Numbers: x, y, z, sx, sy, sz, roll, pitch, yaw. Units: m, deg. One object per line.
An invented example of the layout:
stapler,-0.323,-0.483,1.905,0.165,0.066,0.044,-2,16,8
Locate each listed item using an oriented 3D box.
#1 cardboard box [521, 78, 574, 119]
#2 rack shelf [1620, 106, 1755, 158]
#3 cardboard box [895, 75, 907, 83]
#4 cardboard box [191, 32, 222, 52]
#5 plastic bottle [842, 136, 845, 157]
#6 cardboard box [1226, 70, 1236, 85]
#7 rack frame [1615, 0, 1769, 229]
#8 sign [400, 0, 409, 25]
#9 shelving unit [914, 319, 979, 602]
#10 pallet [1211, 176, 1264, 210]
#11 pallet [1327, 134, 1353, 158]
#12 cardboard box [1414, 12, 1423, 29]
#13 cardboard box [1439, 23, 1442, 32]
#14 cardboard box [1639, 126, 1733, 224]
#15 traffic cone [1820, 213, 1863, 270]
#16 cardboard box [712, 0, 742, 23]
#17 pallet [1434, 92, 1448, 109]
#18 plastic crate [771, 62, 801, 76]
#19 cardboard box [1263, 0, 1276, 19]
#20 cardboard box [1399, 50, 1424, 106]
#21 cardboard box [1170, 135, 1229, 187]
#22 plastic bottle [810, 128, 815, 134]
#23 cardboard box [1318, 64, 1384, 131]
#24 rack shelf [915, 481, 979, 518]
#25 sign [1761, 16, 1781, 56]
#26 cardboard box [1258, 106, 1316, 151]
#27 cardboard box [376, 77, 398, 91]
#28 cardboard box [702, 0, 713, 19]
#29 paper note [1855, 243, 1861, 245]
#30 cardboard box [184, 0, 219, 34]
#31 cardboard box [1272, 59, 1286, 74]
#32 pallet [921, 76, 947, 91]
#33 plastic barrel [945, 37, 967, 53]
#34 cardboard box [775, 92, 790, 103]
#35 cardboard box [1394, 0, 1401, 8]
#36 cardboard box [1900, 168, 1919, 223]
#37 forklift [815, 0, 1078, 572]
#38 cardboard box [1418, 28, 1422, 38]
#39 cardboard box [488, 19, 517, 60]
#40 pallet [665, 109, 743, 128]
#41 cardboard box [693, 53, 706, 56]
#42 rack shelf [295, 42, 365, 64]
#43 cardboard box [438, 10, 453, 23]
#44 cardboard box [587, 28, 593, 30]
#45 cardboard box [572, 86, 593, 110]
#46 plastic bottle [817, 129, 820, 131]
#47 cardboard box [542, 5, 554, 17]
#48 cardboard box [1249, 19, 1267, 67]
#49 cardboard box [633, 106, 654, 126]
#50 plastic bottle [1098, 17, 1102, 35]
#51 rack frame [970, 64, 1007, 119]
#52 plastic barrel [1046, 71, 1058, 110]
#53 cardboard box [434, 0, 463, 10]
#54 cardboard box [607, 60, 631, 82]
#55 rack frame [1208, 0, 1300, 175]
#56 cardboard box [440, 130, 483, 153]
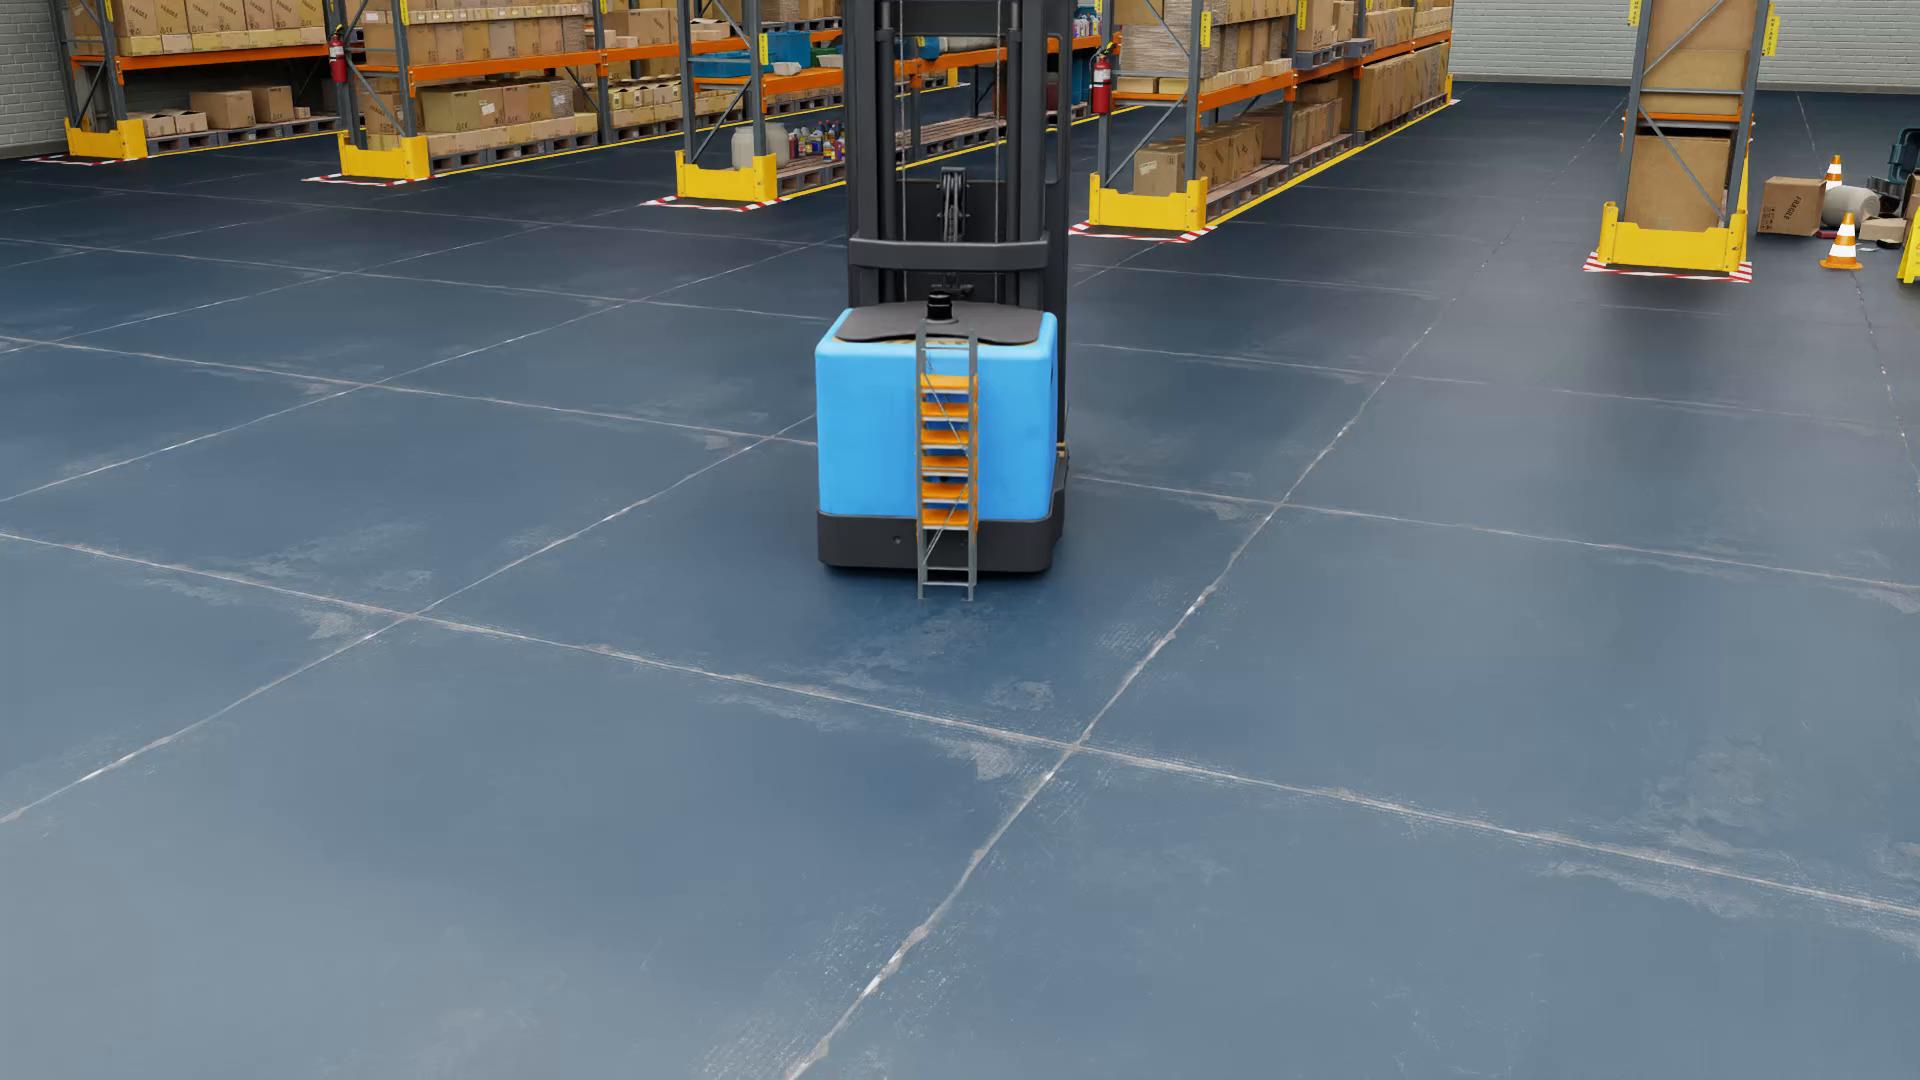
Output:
cardboard box,-5.725,-6.127,23.077,0.500,0.500,0.500,9,21,23
rack shelf,7.182,-4.172,16.297,1.077,0.370,4.000,9,21,23
cardboard box,-1.478,-9.246,32.559,0.797,0.503,0.637,9,21,23
cardboard box,-10.775,-7.010,23.397,0.500,0.250,0.500,8,21,22
plastic bottle,-1.431,-4.859,20.571,0.097,0.271,0.097,0,20,0
cardboard box,2.719,-4.930,17.729,0.380,0.149,0.250,9,21,23
rack frame,6.363,-3.899,14.457,1.000,3.000,0.127,9,21,23
sign,-6.653,-6.338,19.905,0.100,0.325,0.005,9,21,23
shelving unit,-0.054,-0.331,7.108,0.258,1.200,0.189,2,20,5
pallet,2.776,-3.935,18.720,1.003,0.211,1.213,9,21,23
pallet,4.834,-5.504,23.130,1.003,0.211,1.213,9,21,23
cardboard box,7.224,-8.456,27.050,0.500,0.250,0.500,8,21,22
cardboard box,8.169,-8.917,28.941,0.380,0.149,0.250,8,21,21
cardboard box,6.939,-3.582,16.108,0.875,0.875,0.875,8,21,22
traffic cone,7.876,-2.672,14.791,0.336,0.463,0.334,9,21,23
cardboard box,-3.726,-8.870,27.657,0.700,0.500,0.500,2,20,4
pallet,8.175,-7.933,29.960,1.003,0.211,1.213,9,21,23
plastic crate,-1.979,-5.396,19.058,0.298,0.136,0.250,9,21,23
cardboard box,3.175,-6.011,18.309,0.500,0.500,0.500,9,21,23
cardboard box,7.136,-7.667,27.594,0.875,0.875,0.875,9,21,23
cardboard box,2.637,-4.196,18.394,0.500,0.500,0.500,11,22,28
plastic bottle,-1.894,-5.148,21.366,0.061,0.283,0.133,10,22,25
cardboard box,5.457,-6.461,24.205,1.225,0.875,0.875,8,21,20
rack shelf,-0.054,-0.176,7.164,0.258,0.103,0.180,2,20,5
sign,6.867,-4.267,14.079,0.100,0.325,0.005,9,21,23
cardboard box,4.229,-5.362,21.644,0.700,0.500,0.500,7,21,18
cardboard box,-9.588,-7.294,27.077,0.700,0.500,0.500,8,21,22
cardboard box,-5.613,-11.301,34.822,0.980,0.700,0.700,8,21,22
paper note,8.595,-2.831,15.915,0.123,0.001,0.032,-14,24,-33
cardboard box,-10.779,-7.353,23.244,0.500,0.500,0.500,8,21,21
cardboard box,3.586,-5.534,19.428,0.380,0.149,0.250,9,21,23
pallet,-0.962,-9.281,33.752,1.003,0.211,1.213,9,21,23
plastic barrel,-0.109,-7.064,23.152,0.433,0.535,0.433,0,20,0
cardboard box,-3.225,-7.707,28.238,0.500,0.500,0.500,8,21,21
cardboard box,6.539,-8.603,26.035,0.797,0.503,0.637,8,21,21
cardboard box,9.705,-3.310,16.323,0.797,0.637,0.503,9,21,23
forklift,0.012,-1.688,8.341,1.130,2.935,3.031,2,20,5
cardboard box,7.325,-8.286,27.166,0.380,0.149,0.250,8,21,21
cardboard box,-6.323,-6.633,21.994,0.700,0.500,0.500,9,22,24
pallet,-4.254,-6.857,26.934,1.003,0.211,1.213,9,21,23
cardboard box,-5.731,-10.027,34.789,0.700,0.500,0.500,8,21,21
rack shelf,-9.221,-8.145,27.469,1.077,0.370,4.000,9,21,23
cardboard box,-6.591,-6.572,20.853,0.380,0.149,0.250,9,21,23
cardboard box,-5.327,-7.425,24.570,0.396,0.266,0.258,8,21,21
cardboard box,-5.615,-6.524,24.476,0.500,0.311,0.500,9,21,23
plastic bottle,-1.814,-5.137,21.353,0.097,0.271,0.097,0,20,0
cardboard box,-5.750,-7.198,22.615,0.380,0.149,0.250,9,21,23
cardboard box,2.927,-5.577,18.581,0.875,0.500,0.500,9,21,23
cardboard box,-4.917,-6.342,24.801,0.500,0.250,0.500,9,22,24
plastic bottle,2.355,-8.662,28.023,0.061,0.283,0.133,9,21,23
rack frame,0.636,-7.736,25.245,1.000,3.000,0.127,9,21,23
plastic barrel,1.284,-7.295,26.976,0.600,0.588,0.708,9,21,23
cardboard box,-6.722,-6.948,20.945,0.700,0.500,0.500,8,21,21
cardboard box,-6.911,-9.287,32.187,0.750,0.750,0.750,9,21,23
rack frame,3.517,-5.834,19.896,1.000,3.000,0.127,9,21,23
cardboard box,-6.533,-5.160,21.479,0.500,0.250,0.500,9,21,23
